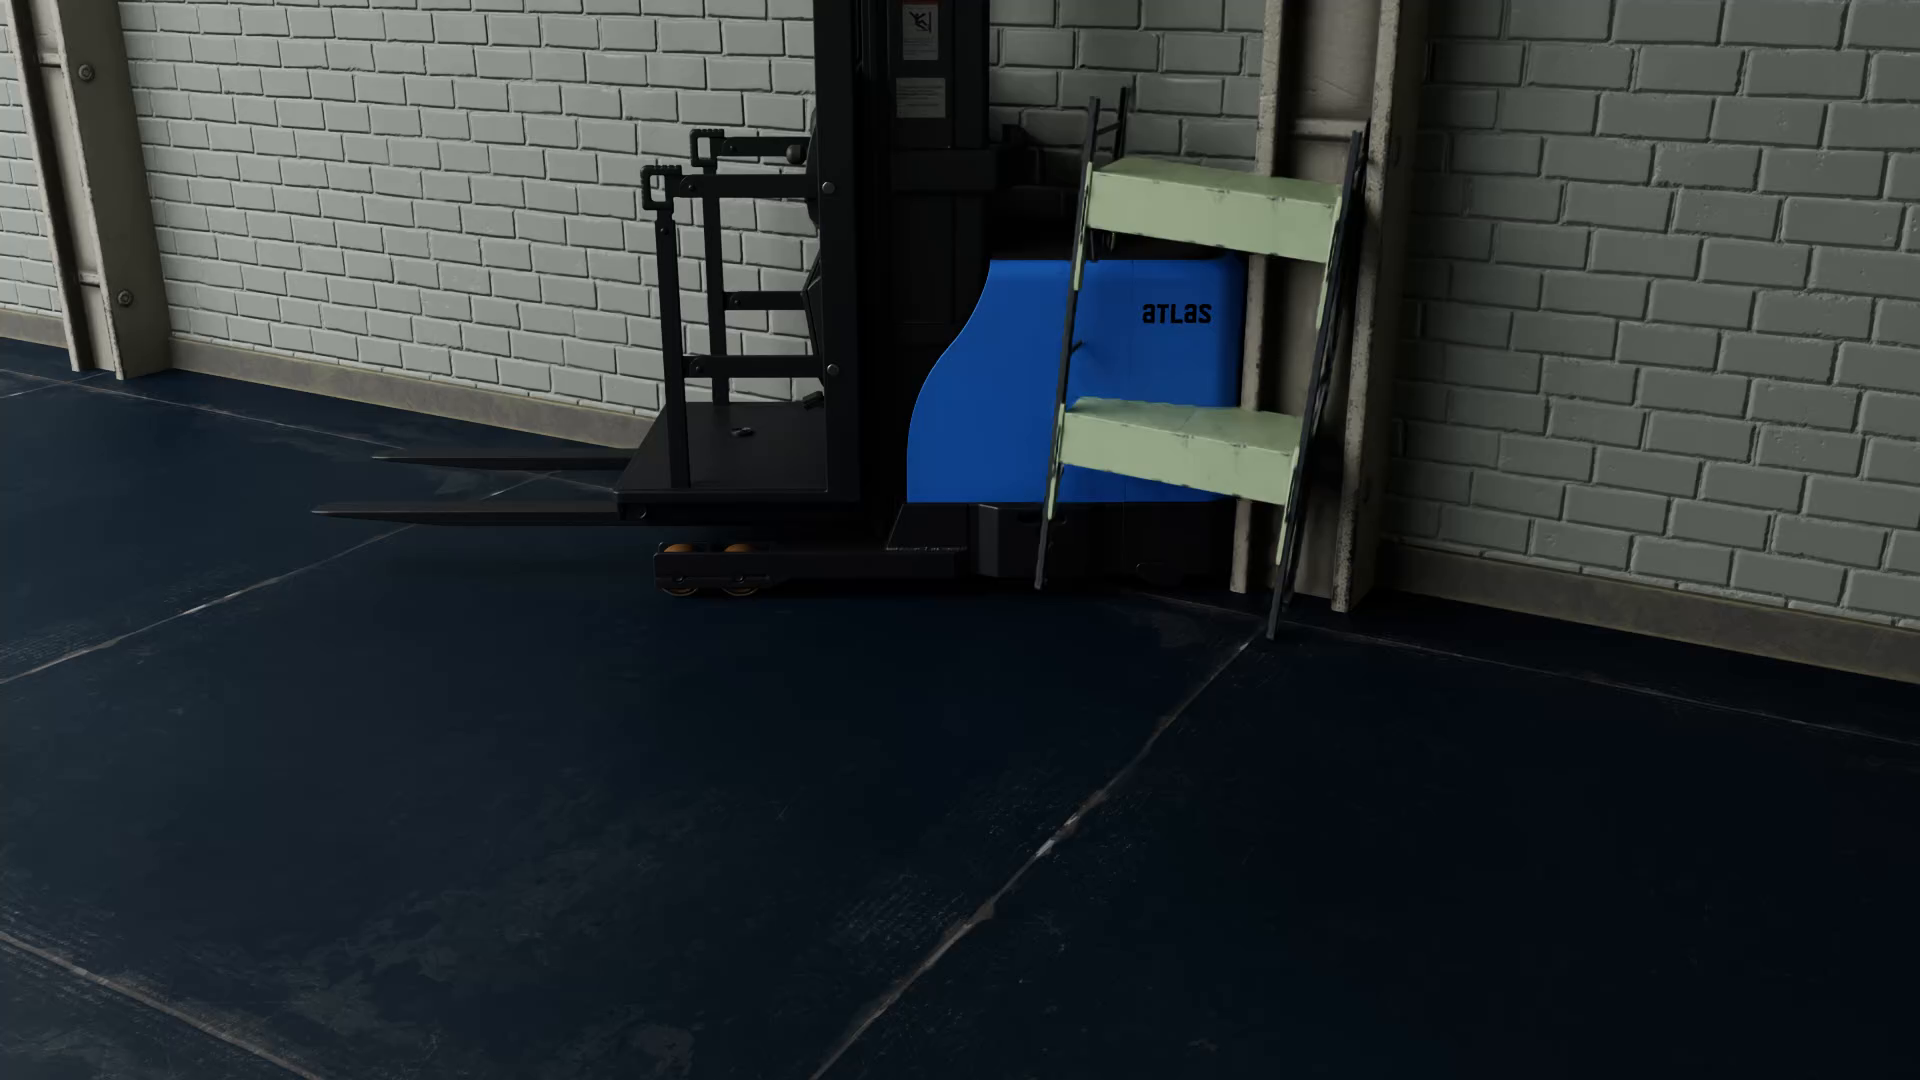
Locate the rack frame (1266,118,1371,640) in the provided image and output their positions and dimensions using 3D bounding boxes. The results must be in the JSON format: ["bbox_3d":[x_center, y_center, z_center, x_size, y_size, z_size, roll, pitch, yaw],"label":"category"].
[{"bbox_3d":[1.062,-0.461,4.905,0.023,1.500,0.400,12,22,16],"label":"rack frame"}]

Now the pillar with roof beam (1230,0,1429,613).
[{"bbox_3d":[-0.975,-2.797,0.380,0.400,9.000,9.100,11,23,27],"label":"pillar with roof beam"}]

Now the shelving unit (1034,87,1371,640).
[{"bbox_3d":[0.717,-0.533,5.005,0.755,1.500,0.431,12,22,16],"label":"shelving unit"}]

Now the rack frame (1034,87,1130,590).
[{"bbox_3d":[0.373,-0.604,5.105,0.023,1.500,0.400,12,22,16],"label":"rack frame"}]

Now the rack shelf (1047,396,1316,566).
[{"bbox_3d":[0.689,-0.230,5.123,0.720,0.370,0.431,12,22,16],"label":"rack shelf"}]

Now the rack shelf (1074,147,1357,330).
[{"bbox_3d":[0.751,-0.895,4.864,0.720,0.370,0.431,12,22,16],"label":"rack shelf"}]

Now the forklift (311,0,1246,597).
[{"bbox_3d":[-0.623,-1.377,5.362,3.031,2.935,1.130,0,20,0],"label":"forklift"}]

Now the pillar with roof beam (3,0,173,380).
[{"bbox_3d":[-6.213,-3.795,3.131,0.400,9.000,9.100,11,23,27],"label":"pillar with roof beam"}]
